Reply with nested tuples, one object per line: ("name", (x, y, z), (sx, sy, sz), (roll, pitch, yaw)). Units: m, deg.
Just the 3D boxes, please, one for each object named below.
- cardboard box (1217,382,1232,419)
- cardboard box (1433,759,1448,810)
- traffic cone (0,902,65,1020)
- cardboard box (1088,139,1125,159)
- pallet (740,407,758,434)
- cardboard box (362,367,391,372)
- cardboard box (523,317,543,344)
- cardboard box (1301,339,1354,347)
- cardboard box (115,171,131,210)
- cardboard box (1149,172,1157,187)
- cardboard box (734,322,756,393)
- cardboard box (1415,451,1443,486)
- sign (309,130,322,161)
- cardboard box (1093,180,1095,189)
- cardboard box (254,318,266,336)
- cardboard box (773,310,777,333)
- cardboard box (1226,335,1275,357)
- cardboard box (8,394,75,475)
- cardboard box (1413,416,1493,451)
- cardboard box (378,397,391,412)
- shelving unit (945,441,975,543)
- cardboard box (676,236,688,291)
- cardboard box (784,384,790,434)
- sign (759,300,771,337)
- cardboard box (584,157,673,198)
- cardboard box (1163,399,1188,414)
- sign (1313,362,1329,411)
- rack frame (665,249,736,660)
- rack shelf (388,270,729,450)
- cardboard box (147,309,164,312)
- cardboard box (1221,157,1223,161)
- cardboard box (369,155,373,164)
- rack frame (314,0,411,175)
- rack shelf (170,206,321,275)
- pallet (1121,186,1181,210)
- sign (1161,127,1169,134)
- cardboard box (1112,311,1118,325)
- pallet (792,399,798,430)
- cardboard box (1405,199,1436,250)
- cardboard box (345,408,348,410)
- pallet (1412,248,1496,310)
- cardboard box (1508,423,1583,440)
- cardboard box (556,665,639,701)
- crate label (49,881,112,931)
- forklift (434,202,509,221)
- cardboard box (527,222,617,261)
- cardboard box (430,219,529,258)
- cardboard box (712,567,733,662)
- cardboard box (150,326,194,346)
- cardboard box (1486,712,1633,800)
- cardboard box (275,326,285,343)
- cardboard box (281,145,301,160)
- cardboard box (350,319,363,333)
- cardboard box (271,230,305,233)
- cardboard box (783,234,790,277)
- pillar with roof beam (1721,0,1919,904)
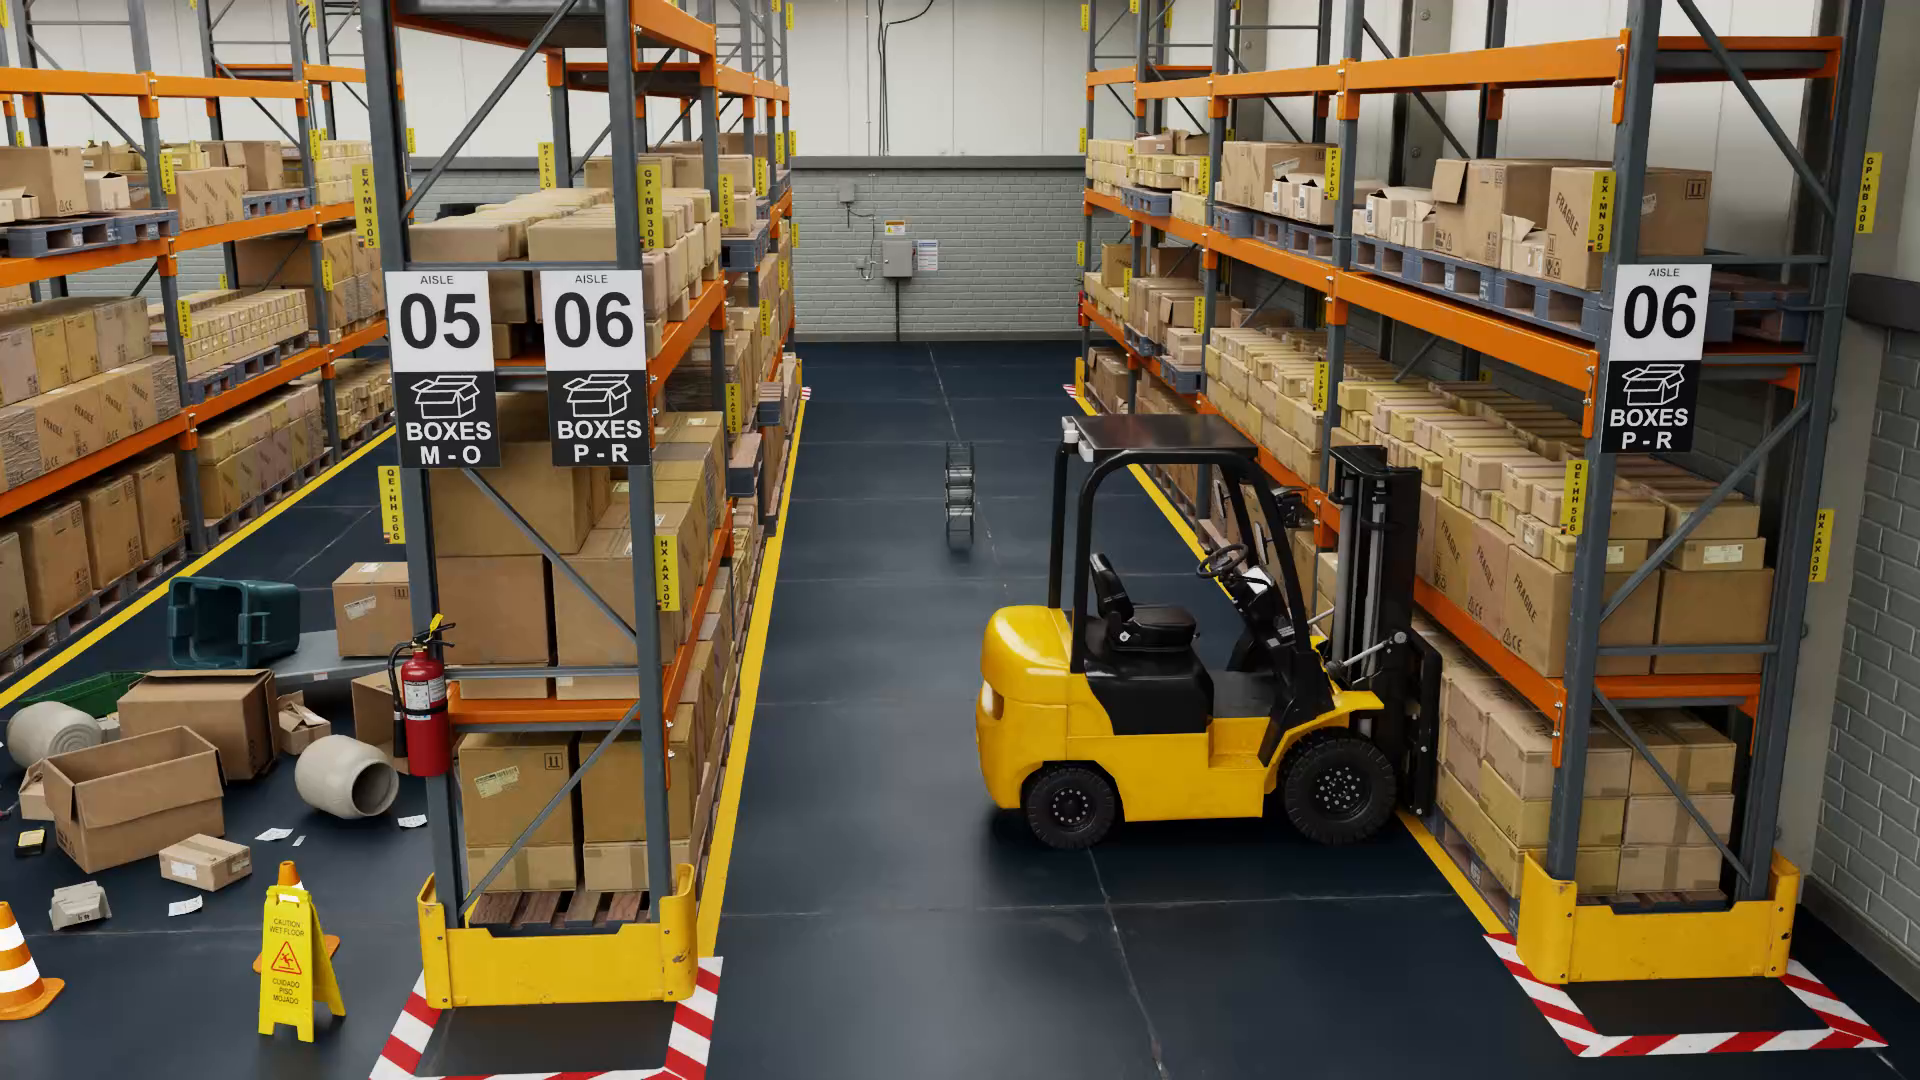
("cardboard box", (2.497, -1.189, 14.151), (0.500, 0.250, 0.500), (-1, 14, -5))
("cardboard box", (2.795, 1.257, 9.021), (0.500, 0.250, 0.500), (-1, 14, -3))
("traffic cone", (-4.172, 1.810, 7.288), (0.336, 0.463, 0.334), (-1, 14, -3))
("cardboard box", (1.969, -5.142, 21.897), (0.500, 0.250, 0.500), (-1, 14, -4))
("pallet", (-2.103, -0.839, 12.874), (1.003, 0.211, 1.213), (-1, 14, -3))
("cardboard box", (-7.357, -2.103, 21.088), (0.380, 0.149, 0.250), (-1, 15, -6))
("cardboard box", (-2.103, -0.977, 7.512), (0.380, 0.149, 0.250), (0, 14, -2))
("cardboard box", (3.077, -1.597, 13.934), (0.380, 0.149, 0.250), (-1, 14, -5))
("cardboard box", (-7.490, -2.961, 14.517), (0.500, 0.500, 0.500), (-1, 14, -3))
("cardboard box", (2.134, -3.681, 16.976), (0.380, 0.149, 0.250), (-1, 14, -2))
("cardboard box", (-1.885, -1.456, 13.250), (0.500, 0.500, 0.500), (-2, 15, -7))
("cardboard box", (2.769, -0.400, 9.283), (0.380, 0.149, 0.250), (-1, 14, -5))
("sign", (-6.895, -4.220, 17.782), (0.100, 0.325, 0.005), (-1, 14, -3))
("cardboard box", (1.980, -4.738, 22.131), (0.380, 0.149, 0.250), (-1, 14, -2))
("cardboard box", (-7.141, -2.118, 16.528), (0.380, 0.149, 0.250), (-1, 14, -3))
("cardboard box", (-2.168, -2.229, 17.189), (0.500, 0.250, 0.500), (-1, 14, -2))
("cardboard box", (2.473, -1.650, 14.139), (0.380, 0.149, 0.250), (0, 14, -2))
("cardboard box", (-6.777, -0.760, 11.984), (0.500, 0.500, 0.500), (-1, 14, -4))
("cardboard box", (2.818, -0.609, 9.500), (0.380, 0.149, 0.250), (-1, 14, -4))
("cardboard box", (-7.305, -1.685, 20.657), (0.380, 0.149, 0.250), (-1, 14, -2))
("shelving unit", (-0.001, -0.438, 15.146), (0.258, 0.900, 0.210), (-1, 14, -3))
("cardboard box", (-1.614, -1.340, 8.124), (0.500, 0.250, 0.500), (0, 14, -2))
("cardboard box", (-2.446, -1.538, 19.508), (0.875, 0.438, 0.875), (-1, 14, -4))
("sign", (-1.725, -1.956, 14.669), (0.100, 0.325, 0.005), (-1, 14, -3))
("cardboard box", (-2.182, -2.396, 10.978), (0.500, 0.250, 0.500), (-1, 14, -2))
("cardboard box", (2.340, -1.385, 17.486), (0.380, 0.149, 0.250), (0, 14, -1))
("sign", (2.394, -1.017, 11.020), (0.100, 0.325, 0.005), (-1, 14, -3))
("rack frame", (-2.018, -0.428, 10.895), (1.000, 3.000, 0.127), (-1, 14, -3))
("rack shelf", (-1.895, -1.035, 8.678), (1.077, 0.370, 4.000), (-1, 14, -3))
("cardboard box", (-7.766, -2.128, 15.968), (0.380, 0.149, 0.250), (0, 14, -1))
("cardboard box", (2.696, -3.767, 16.714), (0.380, 0.149, 0.250), (-1, 14, -2))
("cardboard box", (-7.352, -4.568, 20.262), (0.500, 0.250, 0.500), (-1, 14, -3))
("rack frame", (-7.696, -6.217, 21.352), (1.000, 3.000, 0.127), (-1, 14, -3))
("rack shelf", (-7.324, -2.923, 16.016), (1.077, 0.370, 4.000), (-1, 14, -3))
("pallet", (2.410, -3.694, 17.944), (1.213, 0.211, 1.003), (-1, 14, -3))
("sign", (2.747, -5.375, 22.325), (0.100, 0.325, 0.005), (-1, 14, -3))
("cardboard box", (2.057, -2.707, 20.254), (0.380, 0.149, 0.250), (-1, 14, -4))
("pallet", (-2.562, -1.562, 20.897), (1.003, 0.211, 1.213), (-1, 14, -3))
("cardboard box", (2.724, -1.771, 9.322), (0.396, 0.266, 0.258), (-1, 14, -5))
("cardboard box", (-7.257, -1.440, 19.108), (0.380, 0.149, 0.250), (-1, 14, -3))
("pallet", (3.087, -1.401, 8.834), (1.003, 0.211, 1.213), (-1, 14, -3))
("cardboard box", (3.288, -0.555, 9.289), (0.380, 0.149, 0.250), (0, 14, -2))
("cardboard box", (-1.585, 0.600, 7.401), (0.380, 0.149, 0.250), (-1, 14, -3))
("crate label", (-4.282, 1.773, 8.084), (0.250, 0.136, 0.298), (-9, 17, -32))
("forklift", (-4.678, -1.779, 16.283), (1.130, 2.935, 3.031), (-1, 14, -3))
("cardboard box", (-1.589, -1.242, 6.942), (0.380, 0.149, 0.250), (-1, 14, -4))
("cardboard box", (-2.064, -1.295, 7.147), (0.380, 0.149, 0.250), (-1, 14, -2))
("cardboard box", (-1.714, 0.480, 10.536), (0.500, 0.500, 0.500), (-1, 14, -4))
("cardboard box", (-7.036, -1.810, 14.734), (0.380, 0.149, 0.250), (-1, 14, -3))
("cardboard box", (2.843, 1.023, 7.922), (0.500, 0.250, 0.500), (0, 14, -2))
("cardboard box", (-7.181, -2.113, 17.106), (0.380, 0.149, 0.250), (-2, 15, -6))
("cardboard box", (-7.225, -4.208, 18.062), (0.380, 0.149, 0.250), (-1, 14, -4))
("cardboard box", (-7.260, -2.530, 19.568), (0.380, 0.149, 0.250), (-1, 14, -2))
("cardboard box", (-7.802, -3.362, 19.492), (0.500, 0.500, 0.500), (-1, 14, -2))
("cardboard box", (-2.405, -3.577, 20.924), (0.500, 0.500, 0.500), (-1, 14, -4))
("pillar with roof beam", (-0.257, -2.537, 7.051), (9.100, 9.000, 0.400), (-1, 14, -3))
